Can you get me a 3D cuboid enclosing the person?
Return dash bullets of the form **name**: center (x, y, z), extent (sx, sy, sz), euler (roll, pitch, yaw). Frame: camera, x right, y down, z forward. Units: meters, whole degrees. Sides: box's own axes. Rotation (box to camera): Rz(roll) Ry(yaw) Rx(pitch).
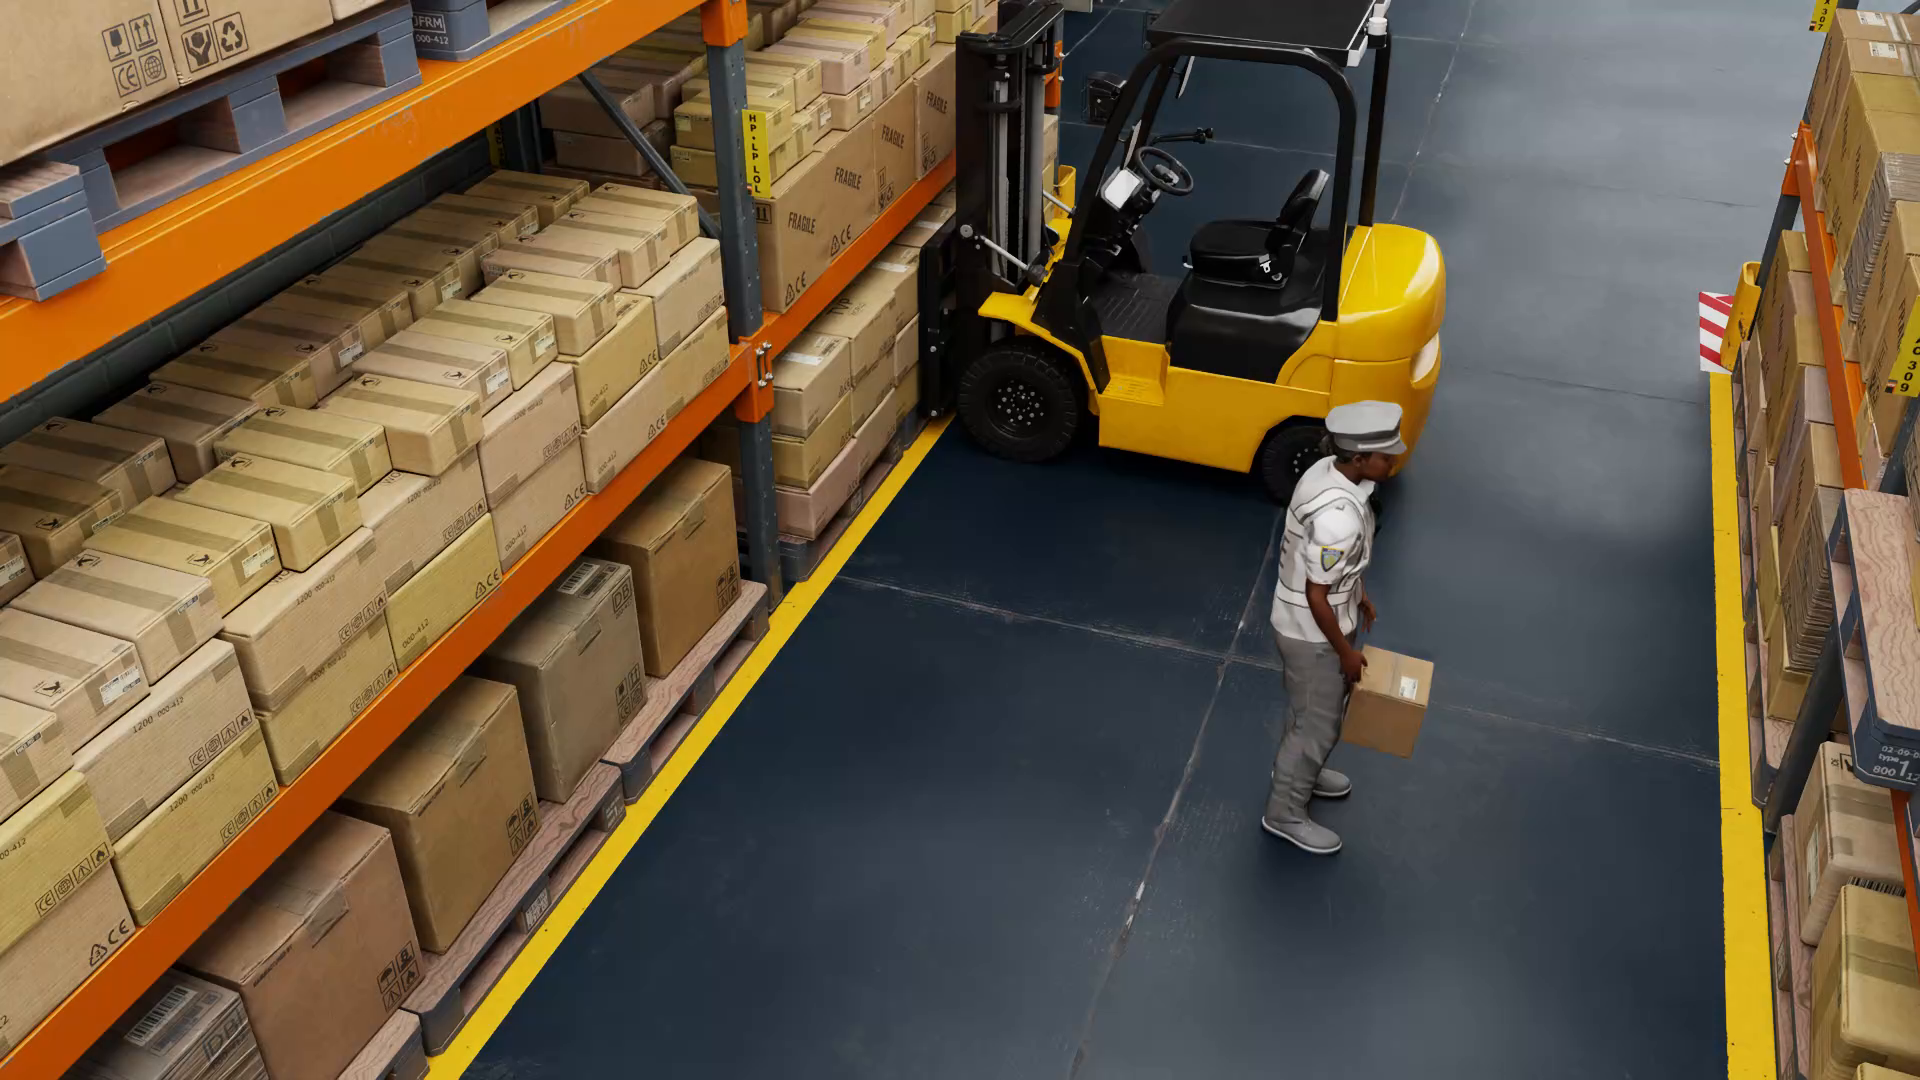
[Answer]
- **person**: center (1.249, 0.283, 5.700), extent (0.370, 1.672, 0.492), euler (10, 35, 15)
